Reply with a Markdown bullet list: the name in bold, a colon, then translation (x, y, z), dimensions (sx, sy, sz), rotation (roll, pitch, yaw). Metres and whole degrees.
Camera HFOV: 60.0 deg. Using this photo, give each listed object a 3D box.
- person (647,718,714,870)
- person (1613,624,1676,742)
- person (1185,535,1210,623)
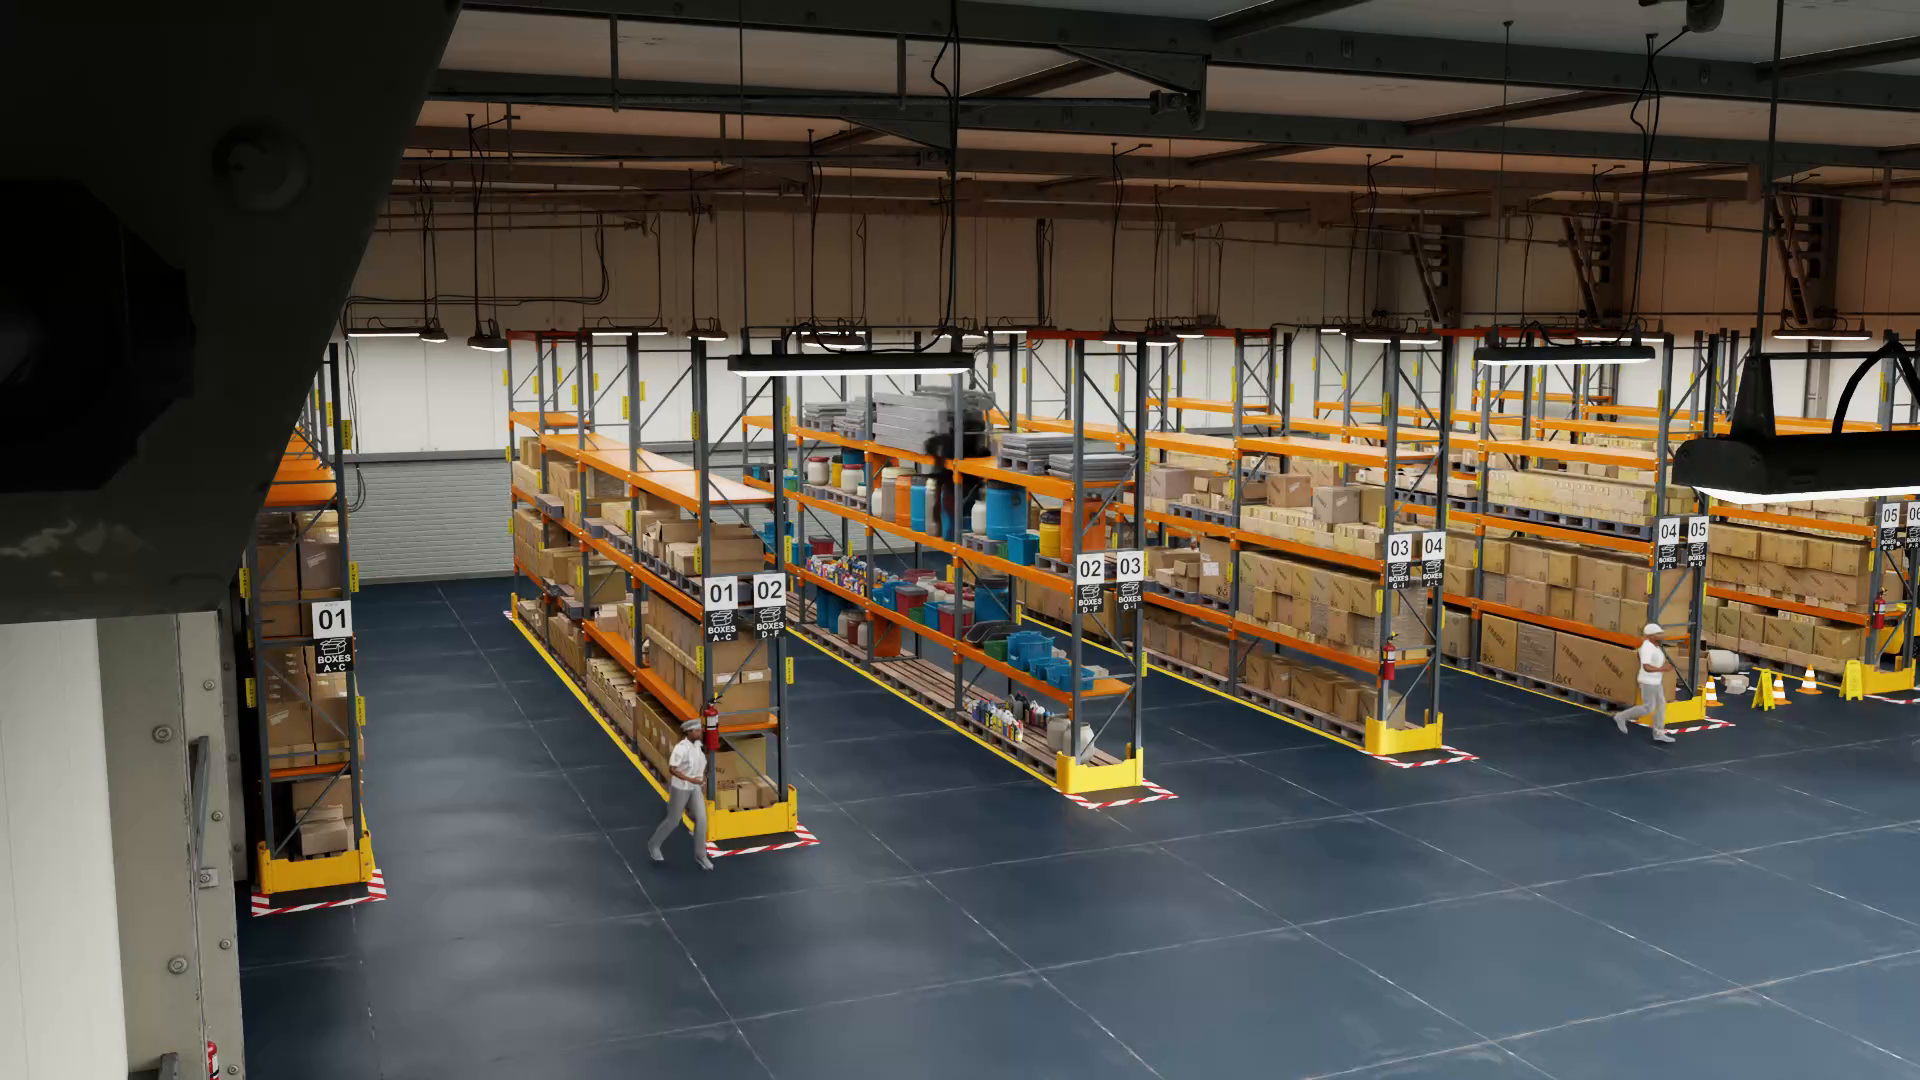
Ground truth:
- **person**: translation (-3.144, 2.904, 19.229), dimensions (0.847, 1.702, 0.660), rotation (5, 9, 32)
- **person**: translation (10.206, 2.102, 24.686), dimensions (0.873, 1.747, 0.712), rotation (5, 9, 32)
- **person**: translation (4.760, 0.783, 34.506), dimensions (0.630, 1.796, 1.140), rotation (-4, 9, -26)
